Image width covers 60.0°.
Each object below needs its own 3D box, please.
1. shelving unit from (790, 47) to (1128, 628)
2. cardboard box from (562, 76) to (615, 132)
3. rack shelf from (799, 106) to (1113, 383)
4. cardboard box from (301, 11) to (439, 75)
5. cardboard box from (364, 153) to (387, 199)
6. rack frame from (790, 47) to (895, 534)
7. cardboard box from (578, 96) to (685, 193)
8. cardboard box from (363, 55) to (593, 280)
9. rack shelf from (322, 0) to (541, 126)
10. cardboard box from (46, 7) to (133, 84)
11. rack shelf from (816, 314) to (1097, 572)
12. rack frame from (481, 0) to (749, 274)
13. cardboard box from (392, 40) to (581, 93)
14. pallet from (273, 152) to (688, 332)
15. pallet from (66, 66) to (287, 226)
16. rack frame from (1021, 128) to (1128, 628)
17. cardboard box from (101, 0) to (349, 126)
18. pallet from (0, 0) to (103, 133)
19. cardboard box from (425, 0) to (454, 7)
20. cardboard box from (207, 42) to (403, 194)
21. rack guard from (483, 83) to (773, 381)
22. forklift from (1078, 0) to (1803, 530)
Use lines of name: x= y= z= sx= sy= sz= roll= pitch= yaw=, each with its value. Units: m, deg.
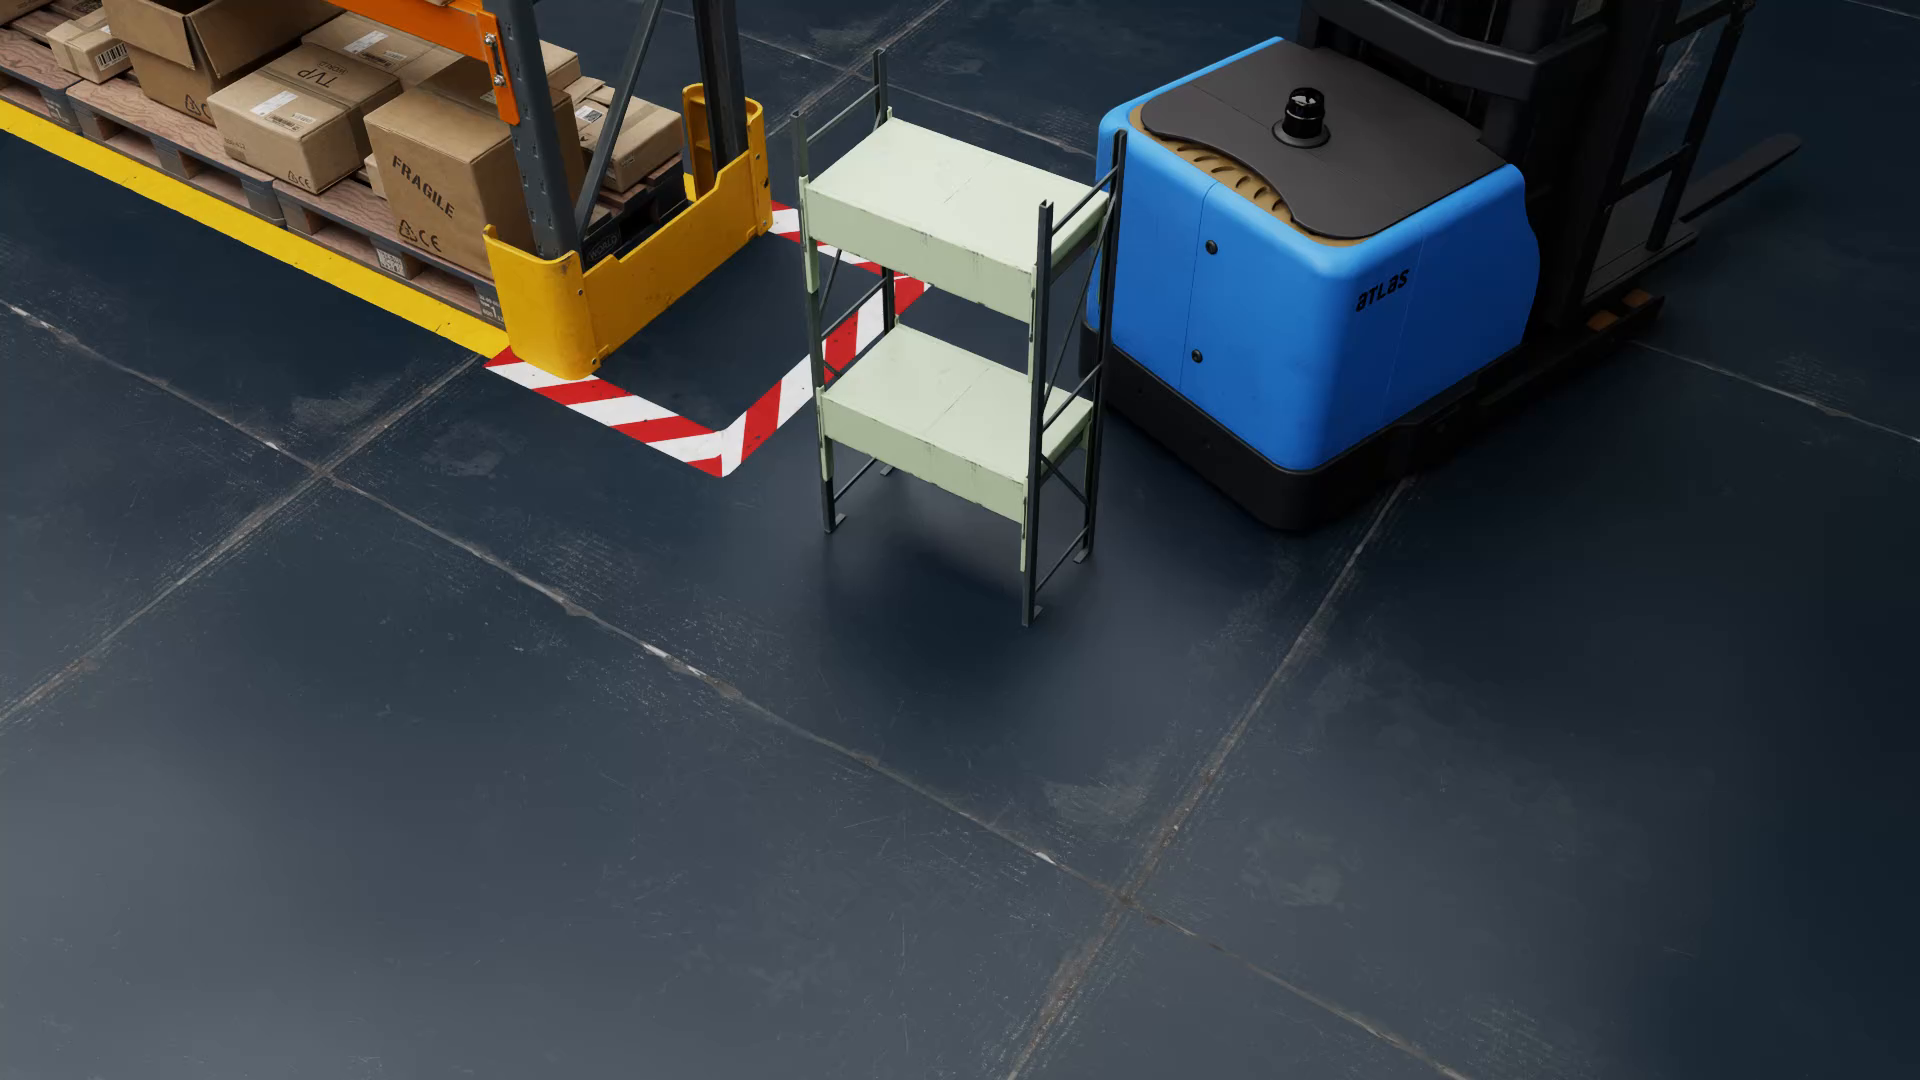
shelving unit: x=-0.006 y=-0.525 z=4.715 sx=0.755 sy=1.500 sz=0.431 roll=25 pitch=51 yaw=22
cardboard box: x=-1.472 y=-1.604 z=6.386 sx=0.250 sy=0.166 sz=0.380 roll=25 pitch=51 yaw=22
rack shelf: x=-0.006 y=-0.797 z=4.435 sx=0.720 sy=0.370 sz=0.431 roll=25 pitch=51 yaw=22
cardboard box: x=-2.241 y=-1.936 z=6.650 sx=0.500 sy=0.250 sz=0.500 roll=25 pitch=51 yaw=22
cardboard box: x=-1.978 y=-1.411 z=6.198 sx=0.250 sy=0.166 sz=0.380 roll=25 pitch=51 yaw=22
rack frame: x=-0.314 y=-0.667 z=4.852 sx=0.023 sy=1.500 sz=0.400 roll=25 pitch=51 yaw=22
cardboard box: x=-1.262 y=-1.501 z=6.298 sx=0.250 sy=0.149 sz=0.380 roll=25 pitch=51 yaw=22
cardboard box: x=-1.685 y=-1.316 z=5.873 sx=0.500 sy=0.500 sz=0.500 roll=25 pitch=51 yaw=22
rack shelf: x=-2.778 y=-2.495 z=6.085 sx=4.000 sy=0.370 sz=1.077 roll=25 pitch=51 yaw=22
cardboard box: x=-3.492 y=-2.064 z=6.833 sx=0.250 sy=0.166 sz=0.380 roll=25 pitch=51 yaw=22
rack shelf: x=-0.006 y=-0.298 z=4.948 sx=0.720 sy=0.370 sz=0.431 roll=25 pitch=51 yaw=22
rack frame: x=-1.095 y=-1.972 z=5.074 sx=0.127 sy=3.000 sz=1.000 roll=25 pitch=51 yaw=22
cardboard box: x=-1.820 y=-1.742 z=6.462 sx=0.500 sy=0.250 sz=0.500 roll=25 pitch=51 yaw=22
pallet: x=-1.830 y=-1.337 z=6.403 sx=1.213 sy=0.211 sz=1.003 roll=25 pitch=51 yaw=22
pallet: x=-2.853 y=-1.810 z=6.862 sx=1.213 sy=0.211 sz=1.003 roll=25 pitch=51 yaw=22
rack frame: x=0.302 y=-0.384 z=4.577 sx=0.023 sy=1.500 sz=0.400 roll=25 pitch=51 yaw=22
cardboard box: x=-2.878 y=-2.079 z=6.613 sx=0.637 sy=0.503 sz=0.797 roll=25 pitch=51 yaw=22
pallet: x=-3.884 y=-2.282 z=7.321 sx=1.213 sy=0.211 sz=1.003 roll=25 pitch=51 yaw=22
cardboard box: x=-1.619 y=-2.016 z=5.047 sx=0.500 sy=0.500 sz=0.500 roll=26 pitch=51 yaw=23
cardboard box: x=-2.469 y=-1.615 z=6.338 sx=0.500 sy=0.250 sz=0.500 roll=25 pitch=51 yaw=22
rack guard: x=-1.159 y=-1.130 z=6.000 sx=0.348 sy=0.500 sz=1.175 roll=25 pitch=51 yaw=22
forklift: x=1.876 y=-1.937 z=5.089 sx=3.031 sy=2.935 sz=1.130 roll=-29 pitch=53 yaw=-26
